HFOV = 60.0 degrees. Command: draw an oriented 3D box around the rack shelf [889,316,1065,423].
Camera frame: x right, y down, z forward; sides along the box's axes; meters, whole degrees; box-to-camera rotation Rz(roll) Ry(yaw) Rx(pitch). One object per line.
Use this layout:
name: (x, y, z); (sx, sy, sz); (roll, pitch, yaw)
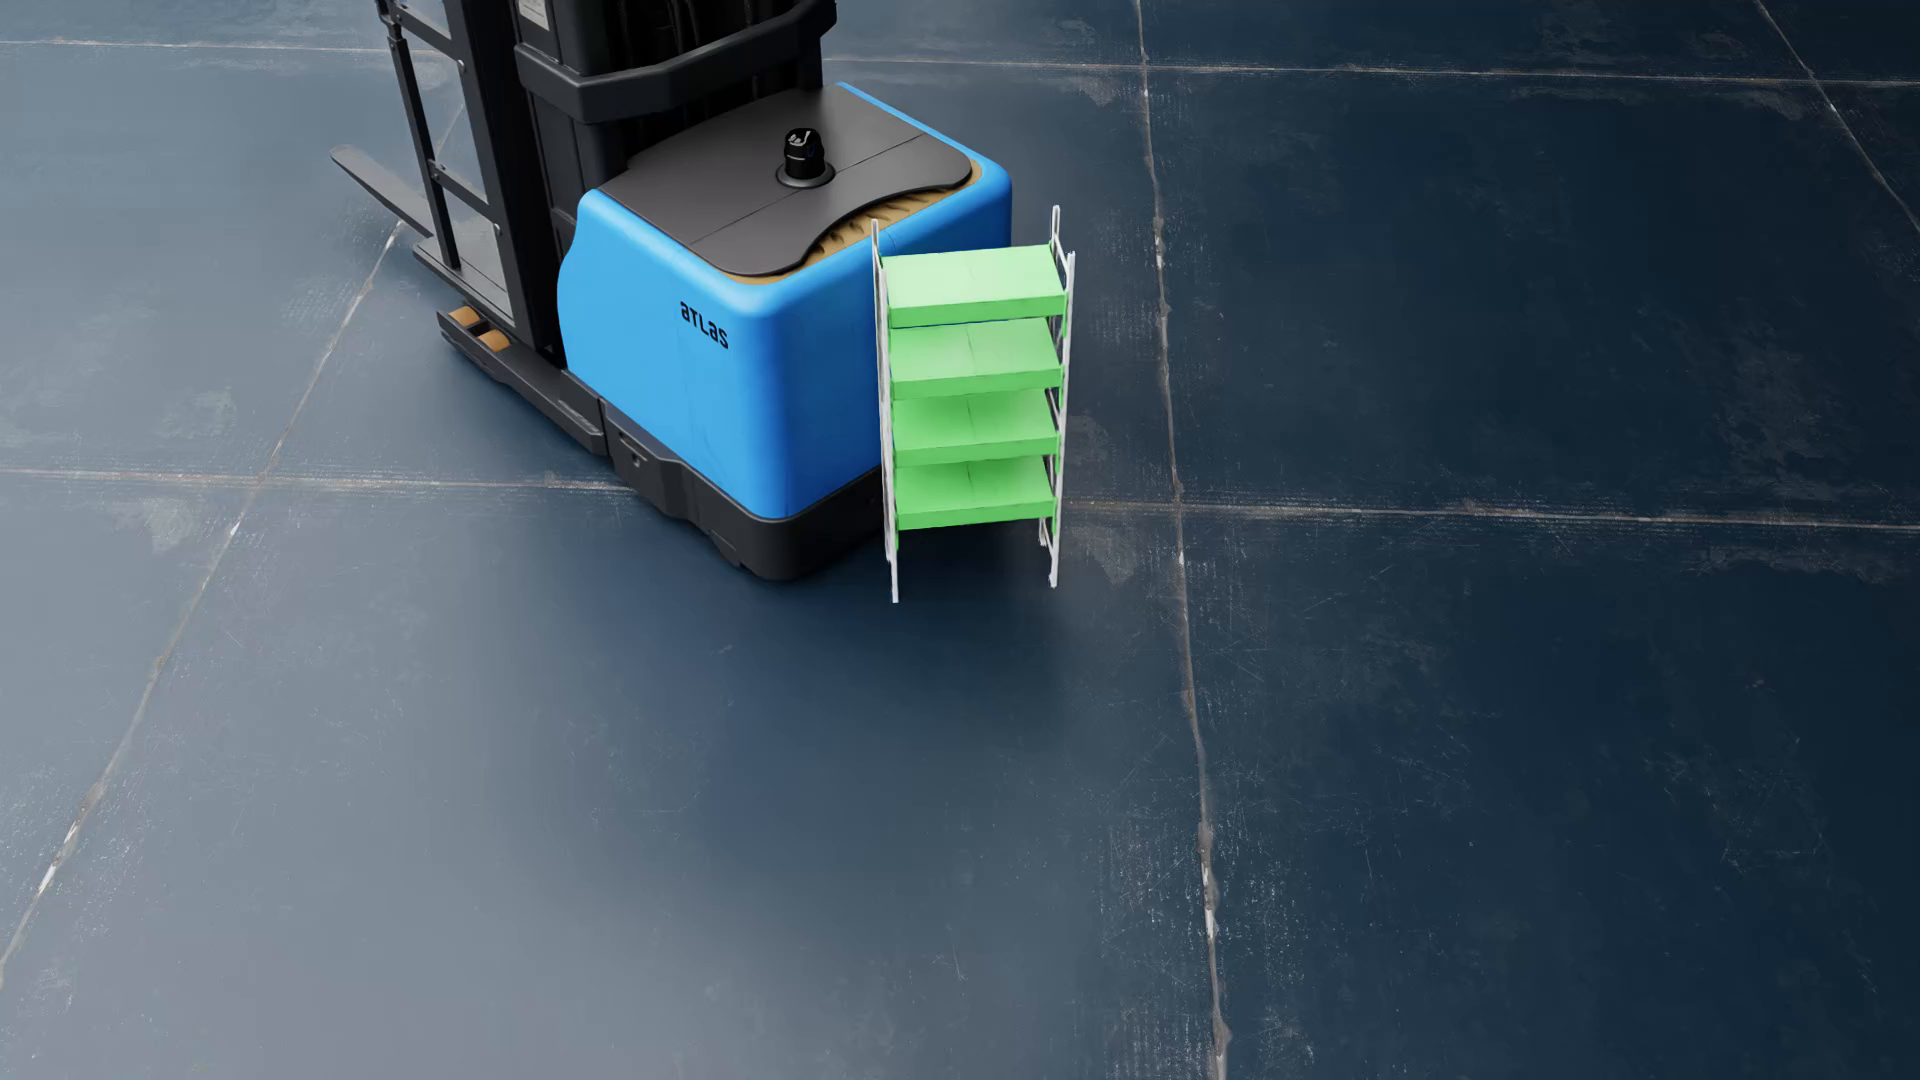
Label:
rack shelf: (0.031, -0.480, 4.627); (0.480, 0.148, 0.258); (-5, 43, -6)

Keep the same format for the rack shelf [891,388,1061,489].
rack shelf: (0.031, -0.305, 4.791); (0.480, 0.148, 0.258); (-5, 43, -6)

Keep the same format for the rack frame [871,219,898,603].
rack frame: (-0.211, -0.329, 4.723); (0.015, 1.200, 0.240); (-5, 43, -6)

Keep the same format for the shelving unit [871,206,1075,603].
shelving unit: (0.031, -0.352, 4.747); (0.503, 1.200, 0.258); (-5, 43, -6)

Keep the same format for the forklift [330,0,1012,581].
forklift: (-1.210, -1.860, 5.096); (1.130, 2.935, 3.031); (-33, 52, -30)

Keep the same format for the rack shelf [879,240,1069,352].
rack shelf: (0.031, -0.656, 4.463); (0.480, 0.148, 0.258); (-5, 43, -6)

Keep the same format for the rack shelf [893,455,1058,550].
rack shelf: (0.031, -0.129, 4.954); (0.480, 0.148, 0.258); (-5, 43, -6)

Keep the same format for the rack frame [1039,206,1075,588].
rack frame: (0.273, -0.374, 4.771); (0.015, 1.200, 0.240); (-5, 43, -6)
